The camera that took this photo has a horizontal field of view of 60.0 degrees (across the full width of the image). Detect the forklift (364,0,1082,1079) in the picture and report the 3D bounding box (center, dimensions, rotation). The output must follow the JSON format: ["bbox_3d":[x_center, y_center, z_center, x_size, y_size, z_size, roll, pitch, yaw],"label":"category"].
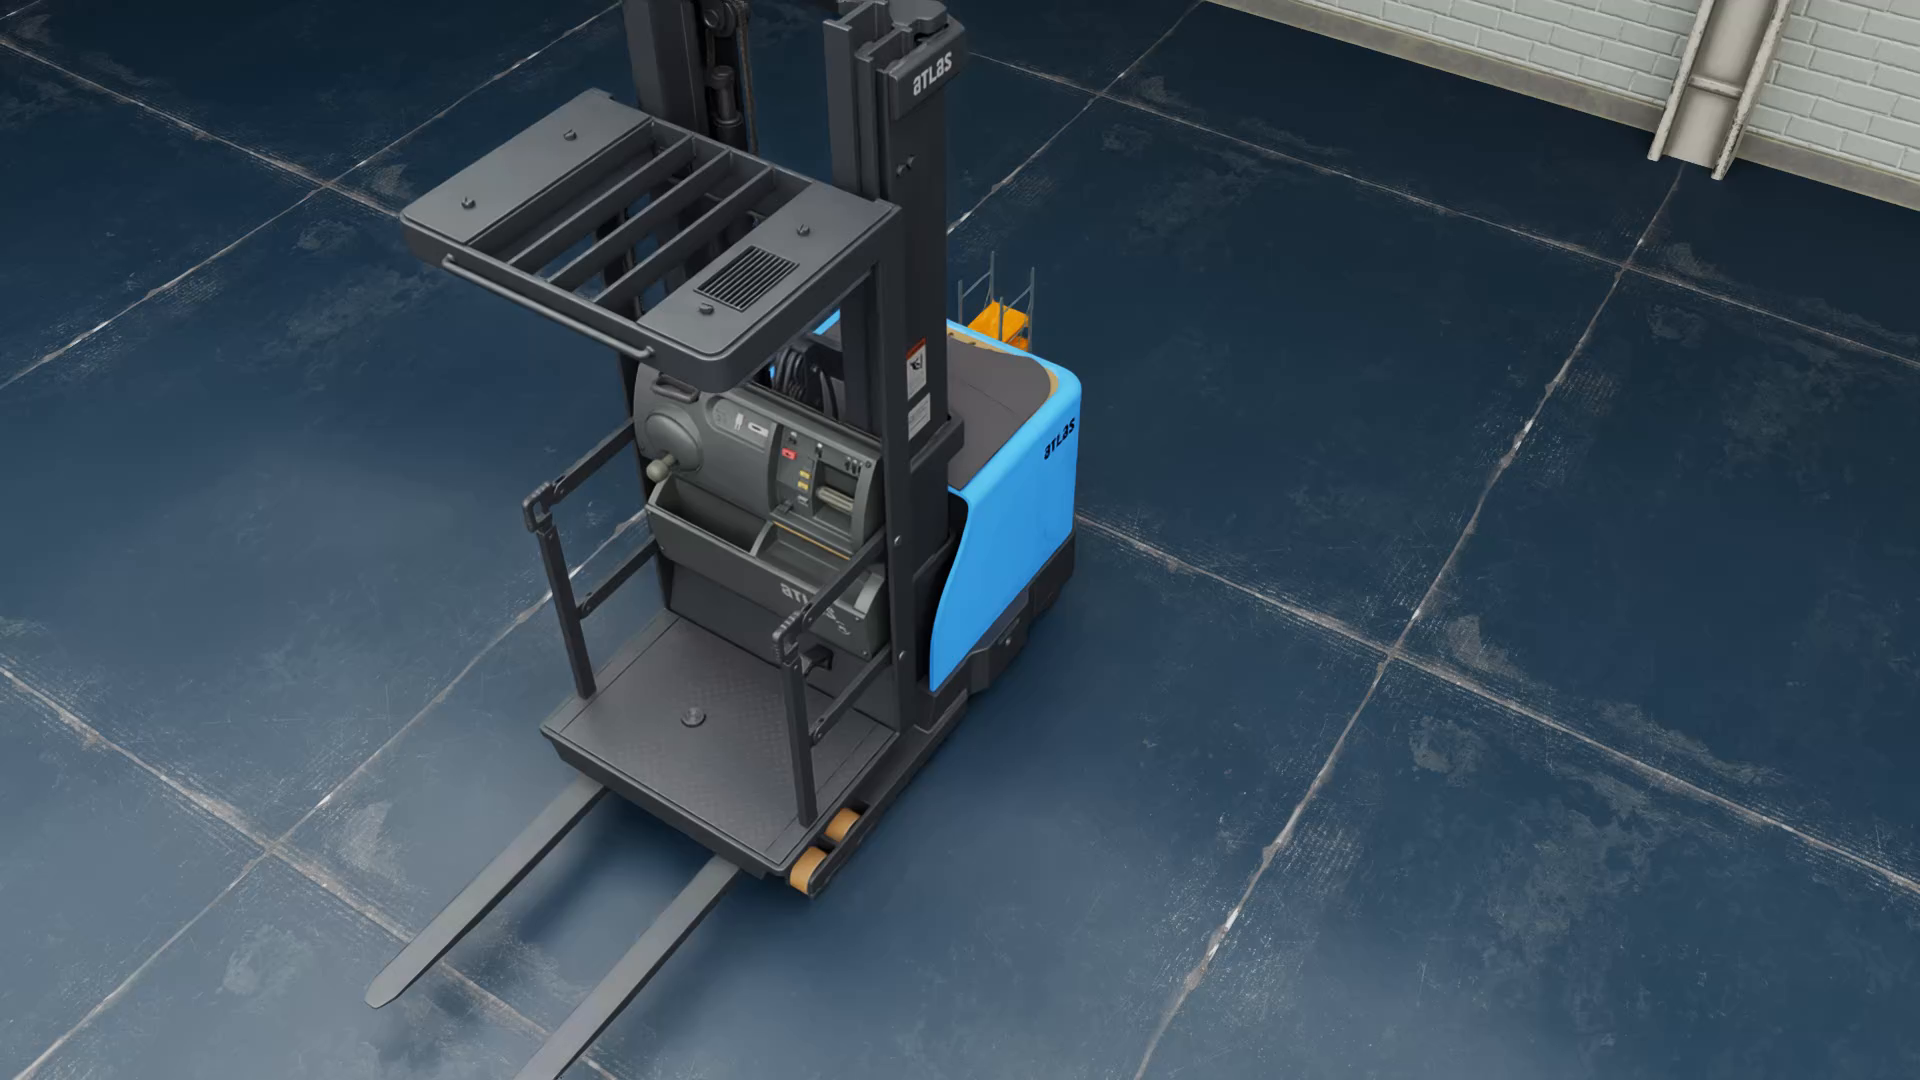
[{"bbox_3d":[-0.772,-0.186,5.109,1.130,2.935,3.031,25,51,23],"label":"forklift"}]

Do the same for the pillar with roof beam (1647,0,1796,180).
[{"bbox_3d":[1.632,-2.614,3.237,0.400,9.000,9.100,25,51,22],"label":"pillar with roof beam"}]

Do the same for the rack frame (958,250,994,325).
[{"bbox_3d":[0.061,-0.619,6.736,0.006,1.200,0.240,25,51,23],"label":"rack frame"}]

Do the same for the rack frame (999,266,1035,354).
[{"bbox_3d":[0.214,-0.547,6.666,0.006,1.200,0.240,25,51,23],"label":"rack frame"}]

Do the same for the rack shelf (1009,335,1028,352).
[{"bbox_3d":[0.138,-0.720,6.561,0.180,0.103,0.258,25,51,23],"label":"rack shelf"}]

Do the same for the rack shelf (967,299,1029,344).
[{"bbox_3d":[0.138,-0.804,6.475,0.180,0.103,0.258,25,51,23],"label":"rack shelf"}]

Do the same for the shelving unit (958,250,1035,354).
[{"bbox_3d":[0.137,-0.583,6.701,0.189,1.200,0.258,25,51,23],"label":"shelving unit"}]
